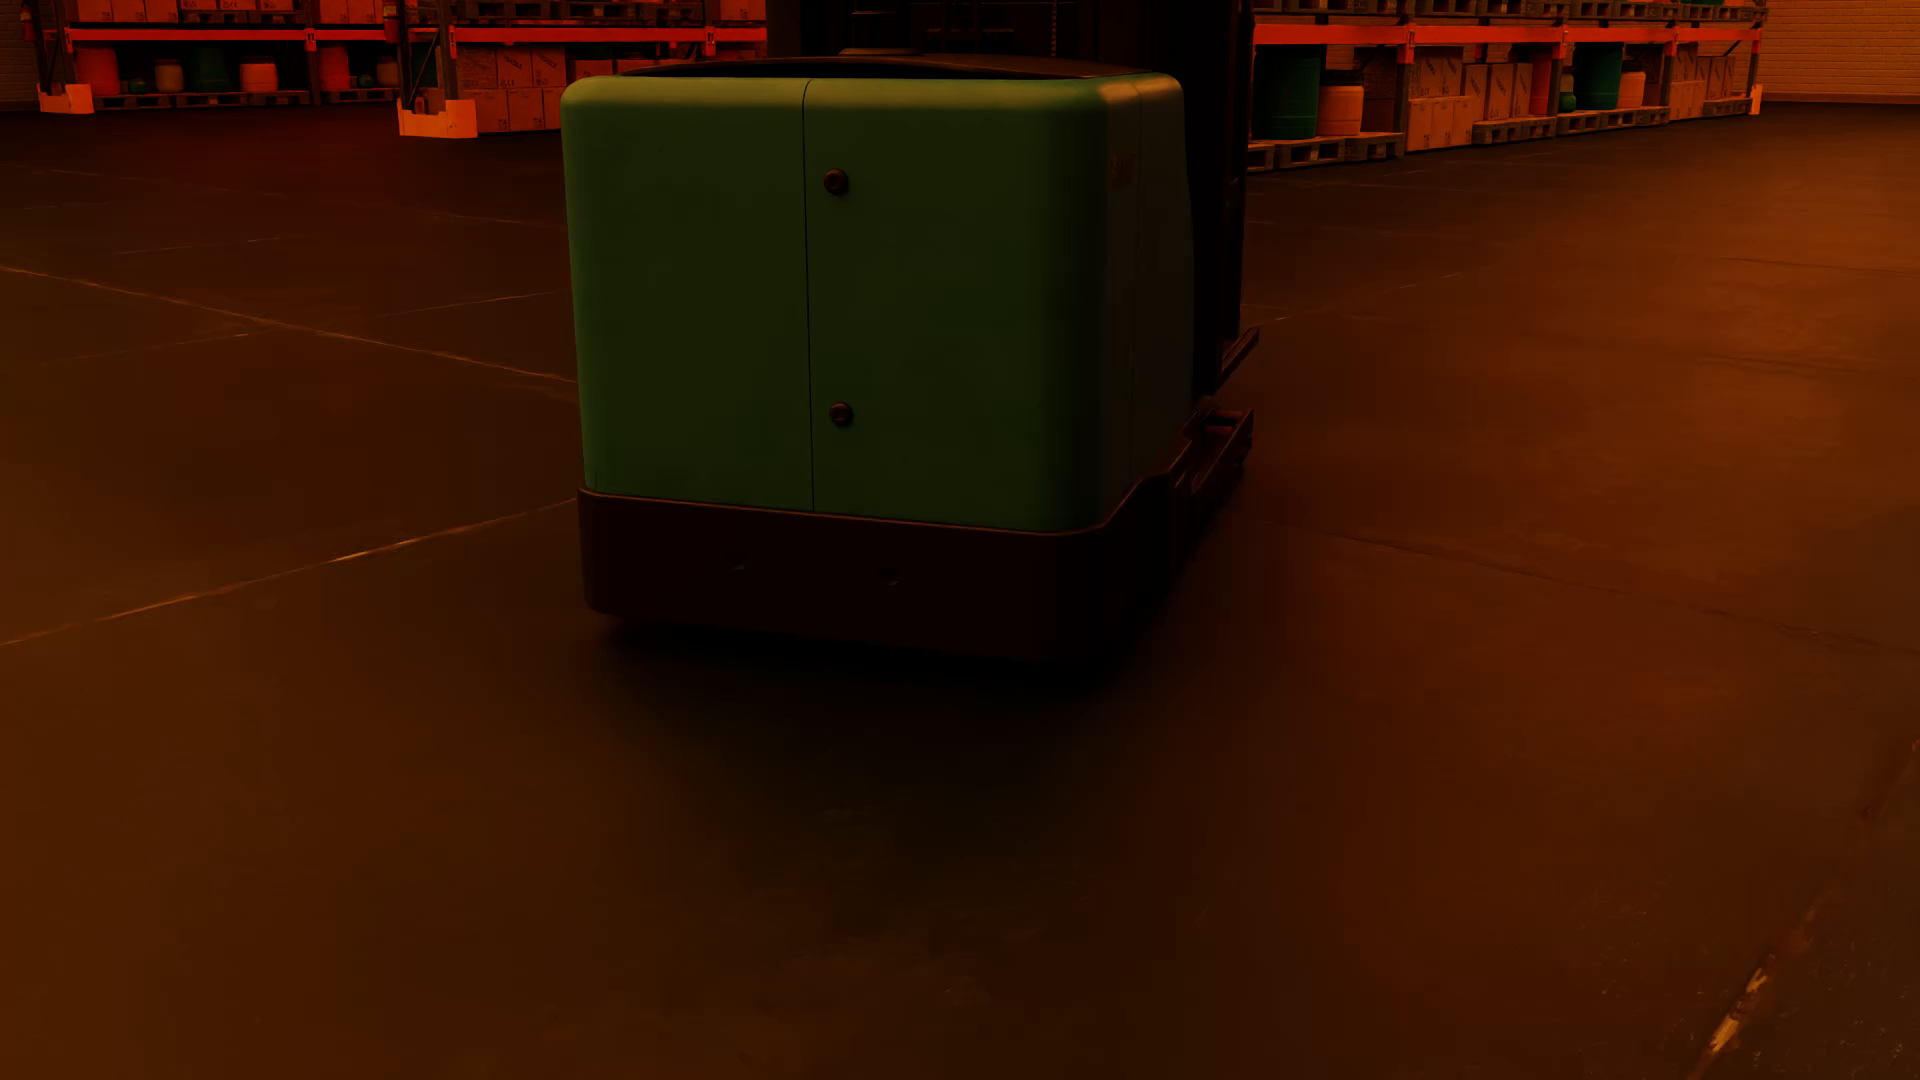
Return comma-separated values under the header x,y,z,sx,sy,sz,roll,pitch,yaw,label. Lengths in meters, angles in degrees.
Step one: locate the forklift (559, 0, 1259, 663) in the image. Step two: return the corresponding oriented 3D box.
x,y,z,sx,sy,sz,roll,pitch,yaw,label
0.182,-1.571,4.072,1.130,2.935,3.031,5,18,17,forklift
